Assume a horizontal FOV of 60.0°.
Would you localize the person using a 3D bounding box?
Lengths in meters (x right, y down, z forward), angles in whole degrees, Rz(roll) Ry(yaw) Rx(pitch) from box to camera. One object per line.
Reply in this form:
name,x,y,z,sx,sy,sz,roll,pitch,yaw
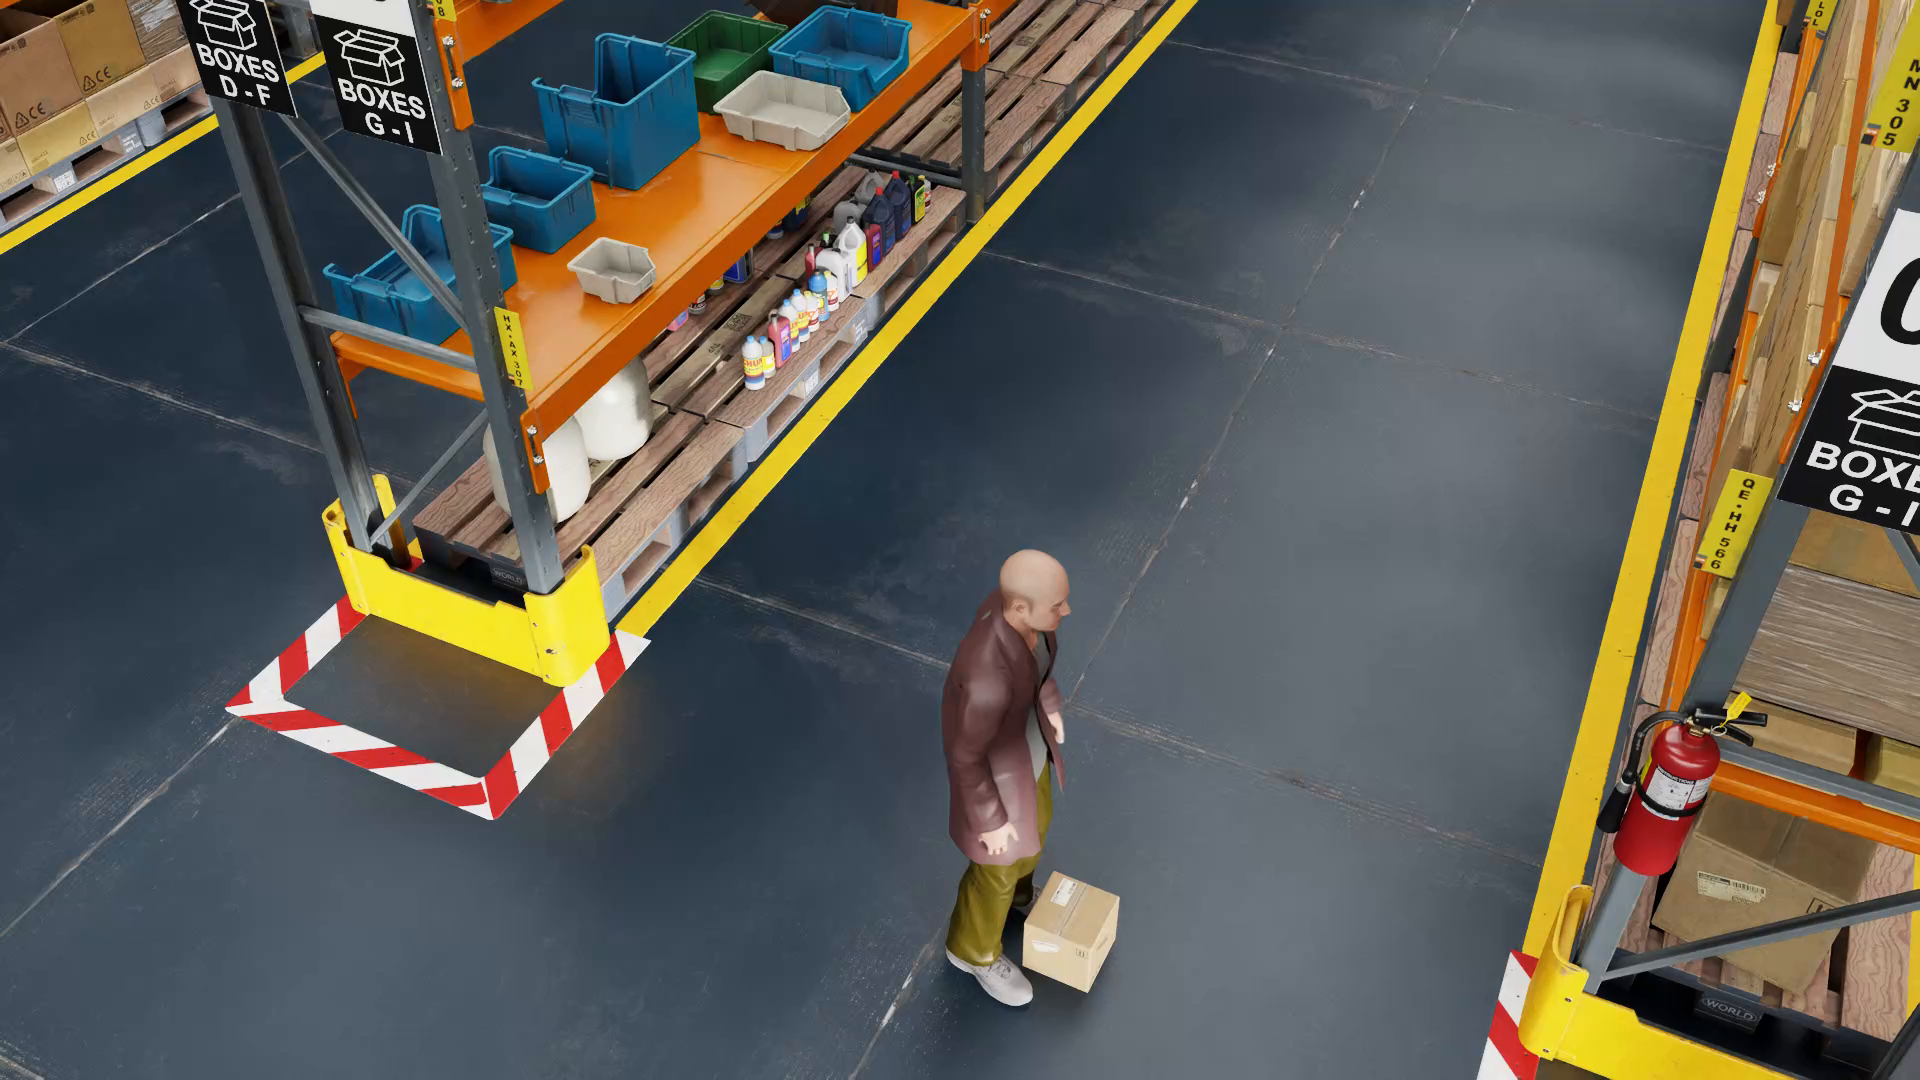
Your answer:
person,0.163,0.716,5.359,0.418,1.774,0.656,15,44,17
